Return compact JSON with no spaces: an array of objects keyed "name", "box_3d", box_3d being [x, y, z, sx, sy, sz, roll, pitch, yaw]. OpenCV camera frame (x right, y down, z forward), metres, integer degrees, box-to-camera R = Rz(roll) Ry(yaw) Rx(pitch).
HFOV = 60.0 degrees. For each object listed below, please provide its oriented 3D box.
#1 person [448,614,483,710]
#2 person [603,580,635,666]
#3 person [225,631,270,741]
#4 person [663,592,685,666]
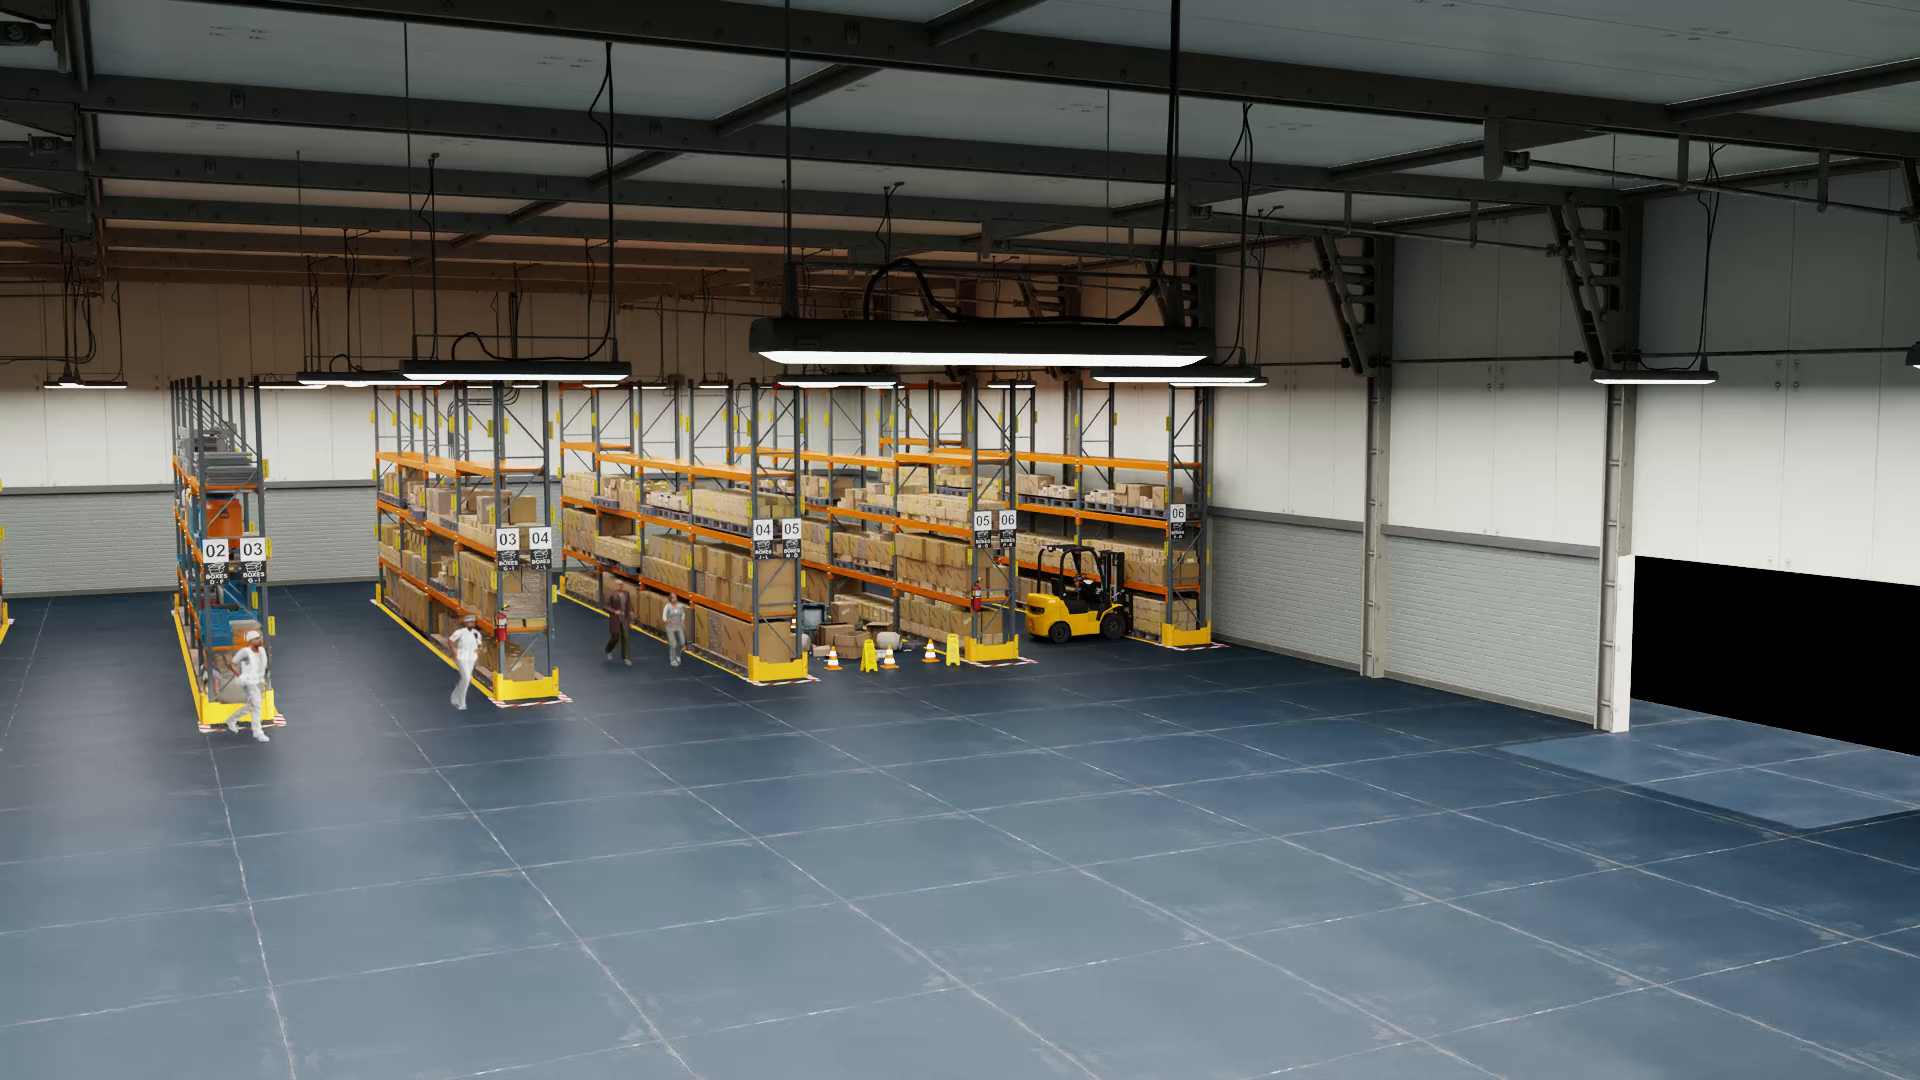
[{"name":"person","box_3d":[-8.986,2.214,30.280,0.661,1.725,0.572,4,7,39]},{"name":"person","box_3d":[-7.191,1.721,35.034,0.734,1.799,0.933,-4,6,-38]},{"name":"person","box_3d":[-11.753,2.387,27.508,0.865,1.799,0.689,1,5,11]},{"name":"person","box_3d":[-5.908,1.864,34.514,0.508,1.558,0.585,-3,6,-26]}]
